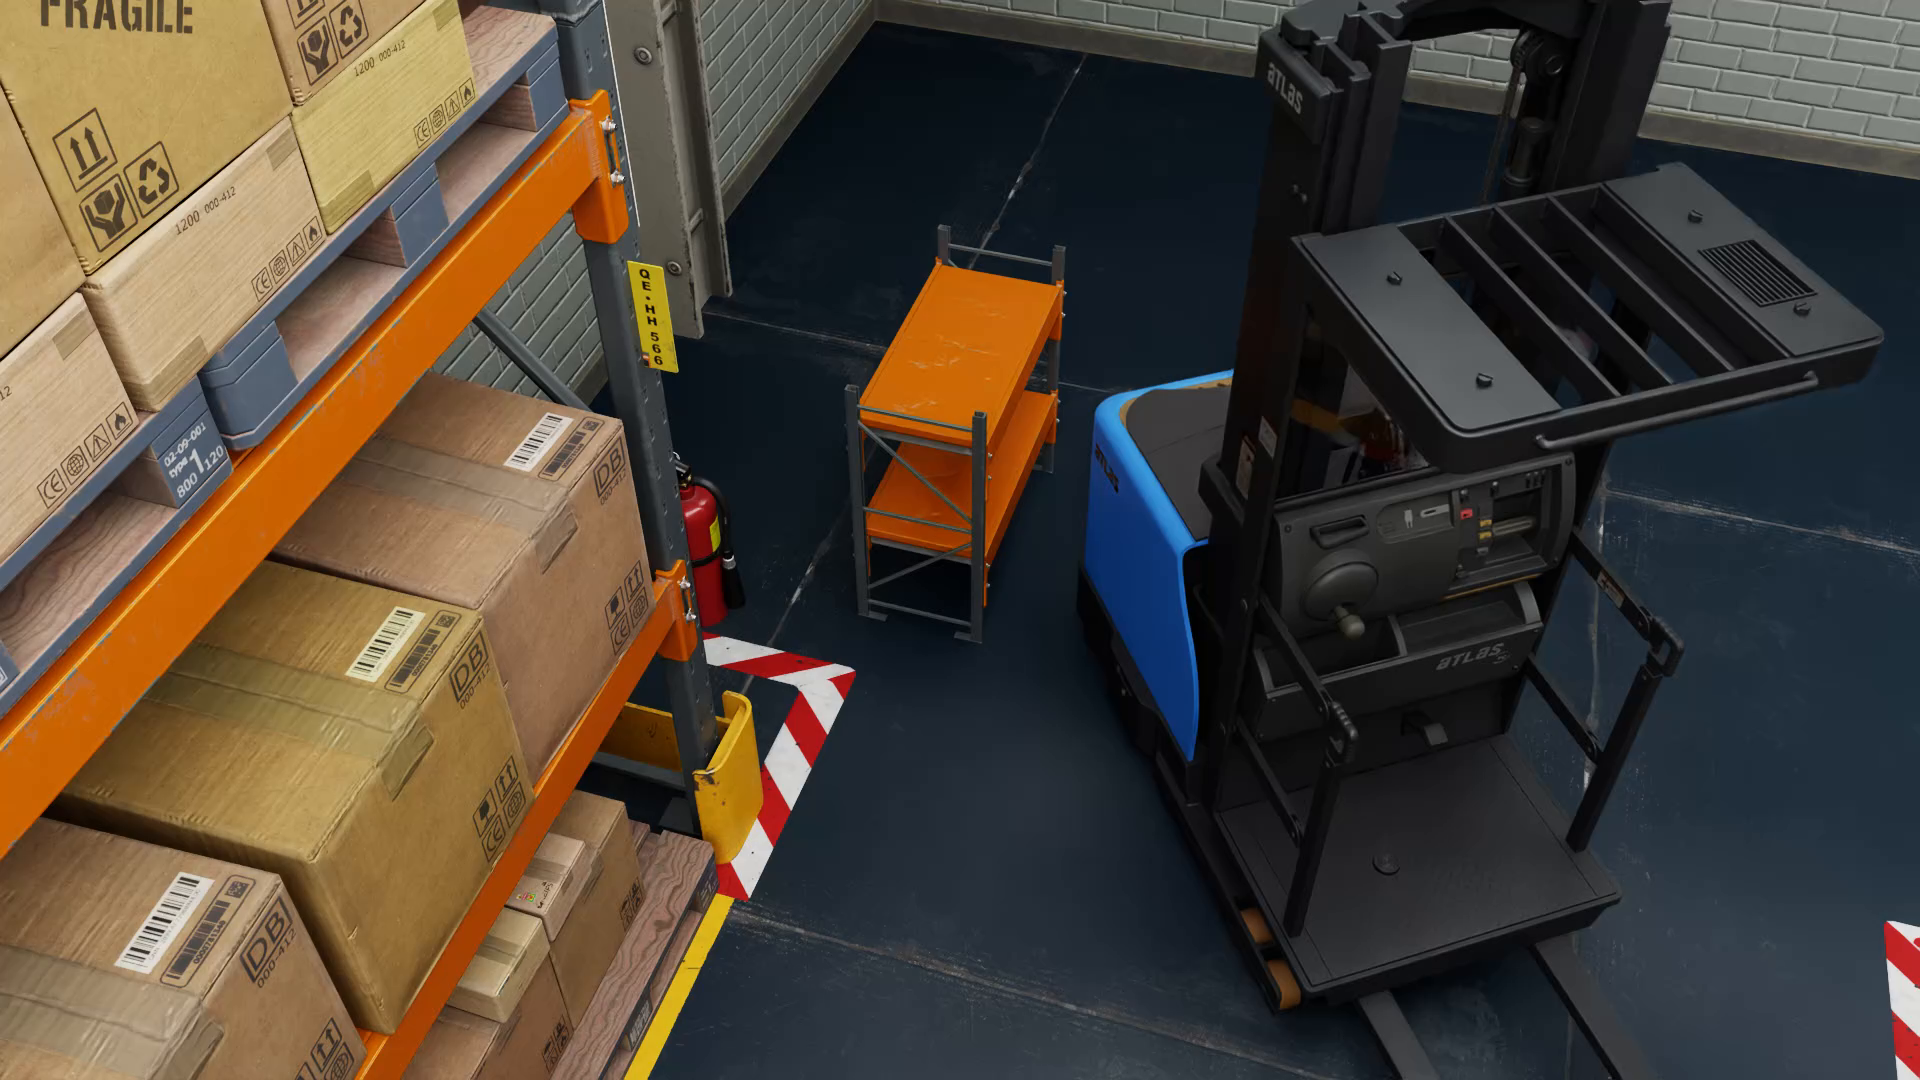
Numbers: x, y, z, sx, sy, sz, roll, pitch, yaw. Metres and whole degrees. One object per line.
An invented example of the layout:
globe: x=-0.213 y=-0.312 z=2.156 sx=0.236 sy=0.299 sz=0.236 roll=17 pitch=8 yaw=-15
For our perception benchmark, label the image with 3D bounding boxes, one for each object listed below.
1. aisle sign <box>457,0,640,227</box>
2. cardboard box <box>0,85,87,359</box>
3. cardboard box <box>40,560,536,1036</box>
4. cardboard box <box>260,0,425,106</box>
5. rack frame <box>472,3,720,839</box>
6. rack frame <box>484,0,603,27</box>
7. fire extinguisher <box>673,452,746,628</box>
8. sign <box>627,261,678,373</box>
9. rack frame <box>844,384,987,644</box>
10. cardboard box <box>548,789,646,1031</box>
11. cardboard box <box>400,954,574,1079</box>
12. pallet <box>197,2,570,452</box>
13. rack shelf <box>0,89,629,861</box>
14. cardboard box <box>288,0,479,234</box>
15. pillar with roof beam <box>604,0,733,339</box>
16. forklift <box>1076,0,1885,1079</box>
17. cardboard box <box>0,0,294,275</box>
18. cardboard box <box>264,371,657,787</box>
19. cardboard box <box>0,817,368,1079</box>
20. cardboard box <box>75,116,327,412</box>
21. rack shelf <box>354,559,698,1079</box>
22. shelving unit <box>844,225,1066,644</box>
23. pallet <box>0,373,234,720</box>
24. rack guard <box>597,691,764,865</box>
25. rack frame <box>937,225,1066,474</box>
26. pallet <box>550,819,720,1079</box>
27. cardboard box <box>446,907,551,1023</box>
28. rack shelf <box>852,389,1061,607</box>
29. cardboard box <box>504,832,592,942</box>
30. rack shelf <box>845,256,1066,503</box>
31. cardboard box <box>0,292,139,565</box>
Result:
aisle sign: x=-0.979 y=-1.097 z=3.868 sx=0.394 sy=0.787 sz=0.004 roll=13 pitch=46 yaw=13
cardboard box: x=-1.560 y=-0.429 z=2.099 sx=0.500 sy=0.500 sz=0.500 roll=11 pitch=45 yaw=11
cardboard box: x=-1.641 y=0.539 z=3.840 sx=0.980 sy=0.700 sz=0.700 roll=12 pitch=46 yaw=12
cardboard box: x=-1.248 y=-1.110 z=2.794 sx=0.500 sy=0.500 sz=0.500 roll=12 pitch=46 yaw=12
rack frame: x=-1.286 y=-0.183 z=4.793 sx=1.000 sy=3.000 sz=0.127 roll=13 pitch=46 yaw=13
rack frame: x=-1.286 y=-2.328 z=2.695 sx=1.000 sy=3.000 sz=0.127 roll=13 pitch=46 yaw=13
fire extinguisher: x=-0.801 y=-0.025 z=4.953 sx=0.296 sy=0.674 sz=0.183 roll=13 pitch=46 yaw=13
sign: x=-0.773 y=-0.558 z=4.178 sx=0.100 sy=0.325 sz=0.005 roll=13 pitch=46 yaw=13
rack frame: x=-0.152 y=-0.068 z=6.015 sx=0.500 sy=1.125 sz=0.032 roll=13 pitch=46 yaw=13
cardboard box: x=-1.403 y=1.048 z=5.022 sx=0.700 sy=0.500 sz=0.500 roll=13 pitch=46 yaw=13
cardboard box: x=-1.554 y=1.381 z=4.681 sx=0.700 sy=0.500 sz=0.500 roll=12 pitch=46 yaw=12
pallet: x=-1.501 y=-0.727 z=3.267 sx=1.003 sy=0.211 sz=1.213 roll=13 pitch=46 yaw=13
rack shelf: x=-1.892 y=0.335 z=2.633 sx=1.077 sy=0.370 sz=4.000 roll=13 pitch=46 yaw=13
cardboard box: x=-1.255 y=-0.843 z=3.058 sx=0.500 sy=0.250 sz=0.500 roll=14 pitch=46 yaw=14
pillar with roof beam: x=2.810 y=-3.399 z=3.789 sx=9.100 sy=9.000 sz=0.400 roll=13 pitch=46 yaw=13
forklift: x=1.388 y=0.105 z=4.547 sx=1.130 sy=2.935 sz=3.031 roll=-13 pitch=46 yaw=-13
cardboard box: x=-1.410 y=-0.779 z=2.456 sx=0.500 sy=0.500 sz=0.500 roll=14 pitch=46 yaw=14
cardboard box: x=-1.431 y=0.051 z=4.338 sx=0.980 sy=0.700 sz=0.700 roll=14 pitch=46 yaw=14
cardboard box: x=-1.880 y=1.045 z=3.323 sx=0.980 sy=0.700 sz=0.700 roll=10 pitch=45 yaw=11
cardboard box: x=-1.412 y=-0.496 z=2.703 sx=0.500 sy=0.250 sz=0.500 roll=11 pitch=45 yaw=11
rack shelf: x=-1.892 y=1.407 z=3.682 sx=1.077 sy=0.370 sz=4.000 roll=13 pitch=46 yaw=13
shelving unit: x=0.002 y=-0.407 z=6.361 sx=0.538 sy=1.125 sz=1.048 roll=13 pitch=46 yaw=13
pallet: x=-1.869 y=0.089 z=2.433 sx=1.003 sy=0.211 sz=1.213 roll=13 pitch=46 yaw=13
rack guard: x=-1.279 y=0.694 z=5.683 sx=1.175 sy=0.500 sz=0.348 roll=13 pitch=46 yaw=13
rack frame: x=0.156 y=-0.745 z=6.707 sx=0.500 sy=1.125 sz=0.032 roll=13 pitch=46 yaw=13
pallet: x=-1.454 y=1.363 z=5.206 sx=1.003 sy=0.211 sz=1.213 roll=13 pitch=46 yaw=13
cardboard box: x=-1.345 y=1.111 z=4.494 sx=0.380 sy=0.149 sz=0.250 roll=14 pitch=46 yaw=14
rack shelf: x=0.002 y=-0.232 z=6.532 sx=0.538 sy=0.278 sz=1.000 roll=13 pitch=46 yaw=13
cardboard box: x=-1.268 y=0.940 z=4.668 sx=0.380 sy=0.149 sz=0.250 roll=12 pitch=46 yaw=12
rack shelf: x=0.002 y=-0.616 z=6.156 sx=0.538 sy=0.278 sz=1.000 roll=13 pitch=46 yaw=13
cardboard box: x=-1.565 y=-0.148 z=2.348 sx=0.500 sy=0.250 sz=0.500 roll=11 pitch=45 yaw=11
